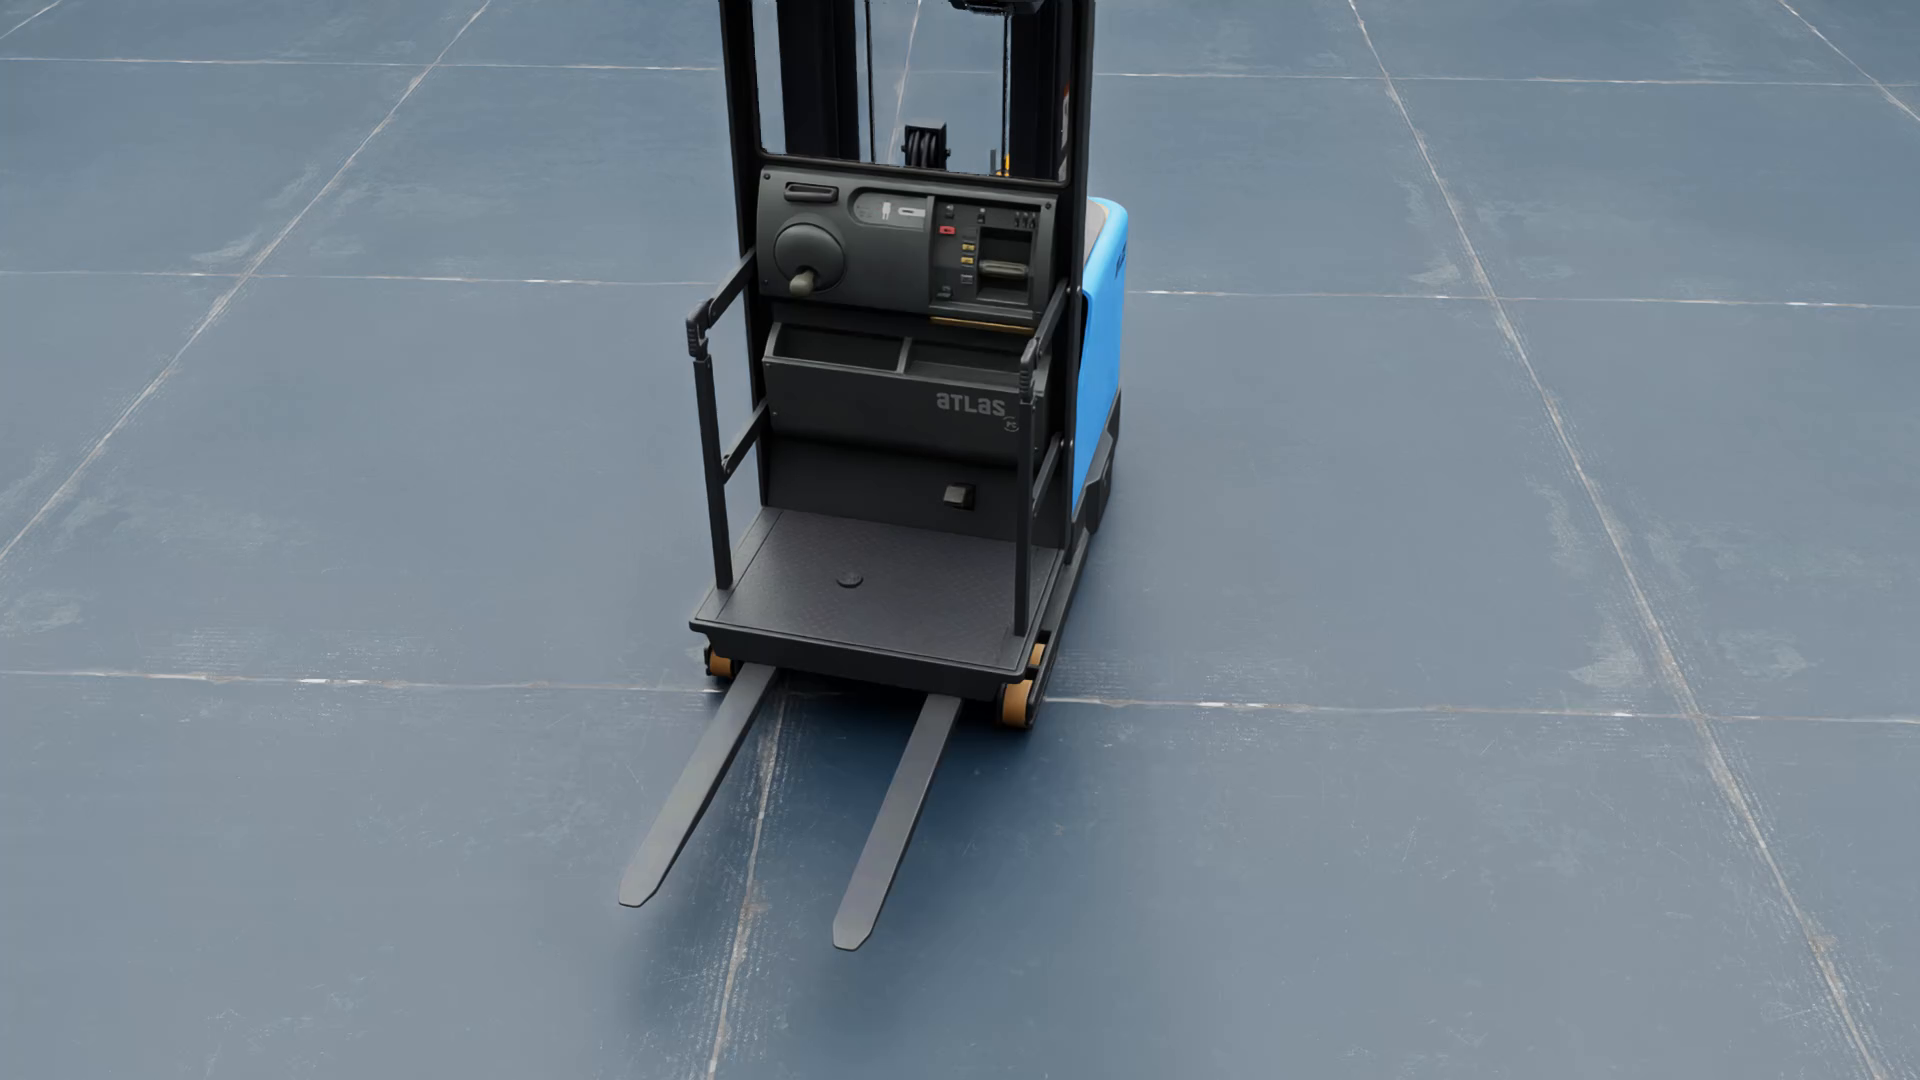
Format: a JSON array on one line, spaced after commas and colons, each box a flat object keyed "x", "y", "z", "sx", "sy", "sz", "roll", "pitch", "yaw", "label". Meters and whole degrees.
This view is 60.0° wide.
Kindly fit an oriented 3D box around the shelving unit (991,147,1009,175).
[{"x": 0.294, "y": -1.106, "z": 6.779, "sx": 0.258, "sy": 1.200, "sz": 0.503, "roll": 8, "pitch": 36, "yaw": 12, "label": "shelving unit"}]

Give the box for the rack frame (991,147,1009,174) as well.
[{"x": 0.234, "y": -0.971, "z": 6.586, "sx": 0.240, "sy": 1.200, "sz": 0.015, "roll": 8, "pitch": 36, "yaw": 12, "label": "rack frame"}]

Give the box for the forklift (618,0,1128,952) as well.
[{"x": -0.222, "y": -0.836, "z": 4.891, "sx": 1.130, "sy": 2.935, "sz": 3.031, "roll": 8, "pitch": 36, "yaw": 12, "label": "forklift"}]

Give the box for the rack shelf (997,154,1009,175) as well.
[{"x": 0.295, "y": -1.428, "z": 6.554, "sx": 0.258, "sy": 0.148, "sz": 0.480, "roll": 8, "pitch": 36, "yaw": 12, "label": "rack shelf"}]
